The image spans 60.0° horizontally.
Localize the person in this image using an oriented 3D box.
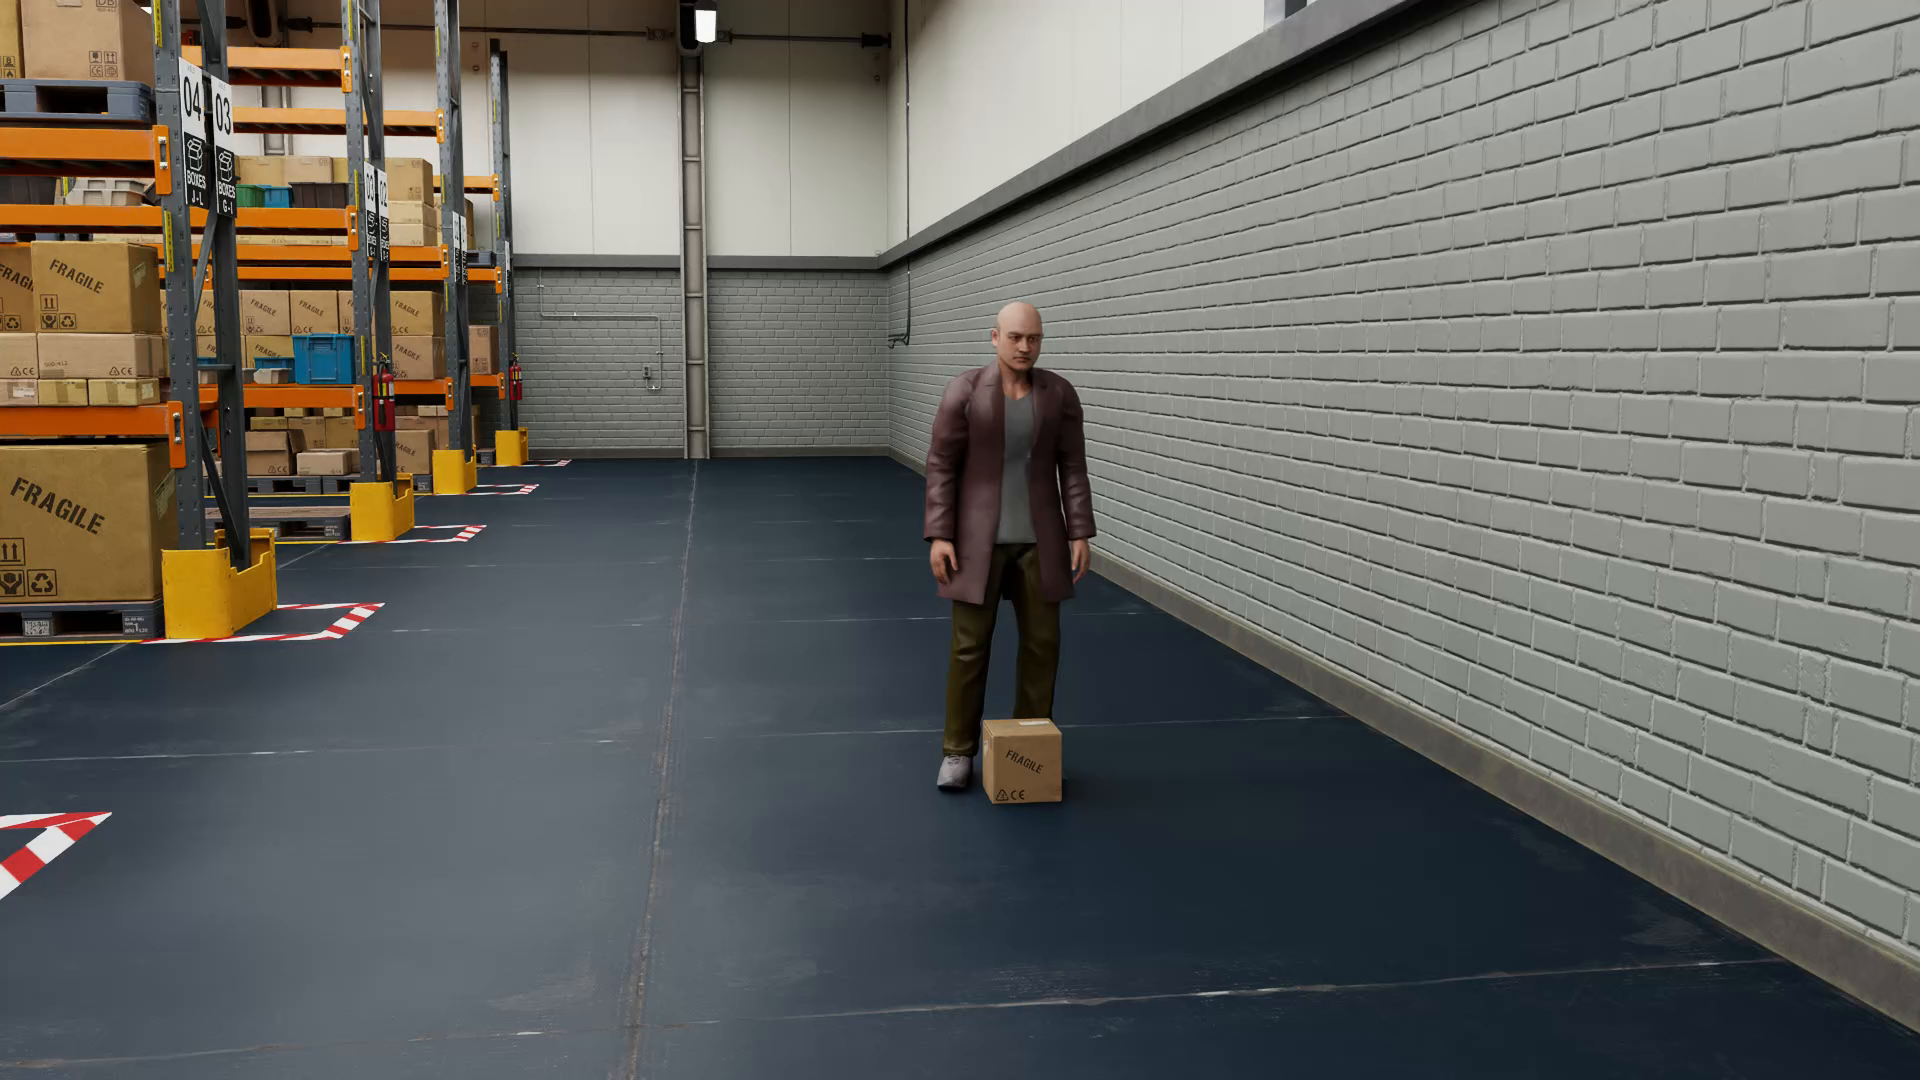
[{"bbox_3d":[0.185,0.012,6.168,0.655,1.774,0.416,-1,6,-10],"label":"person"}]
